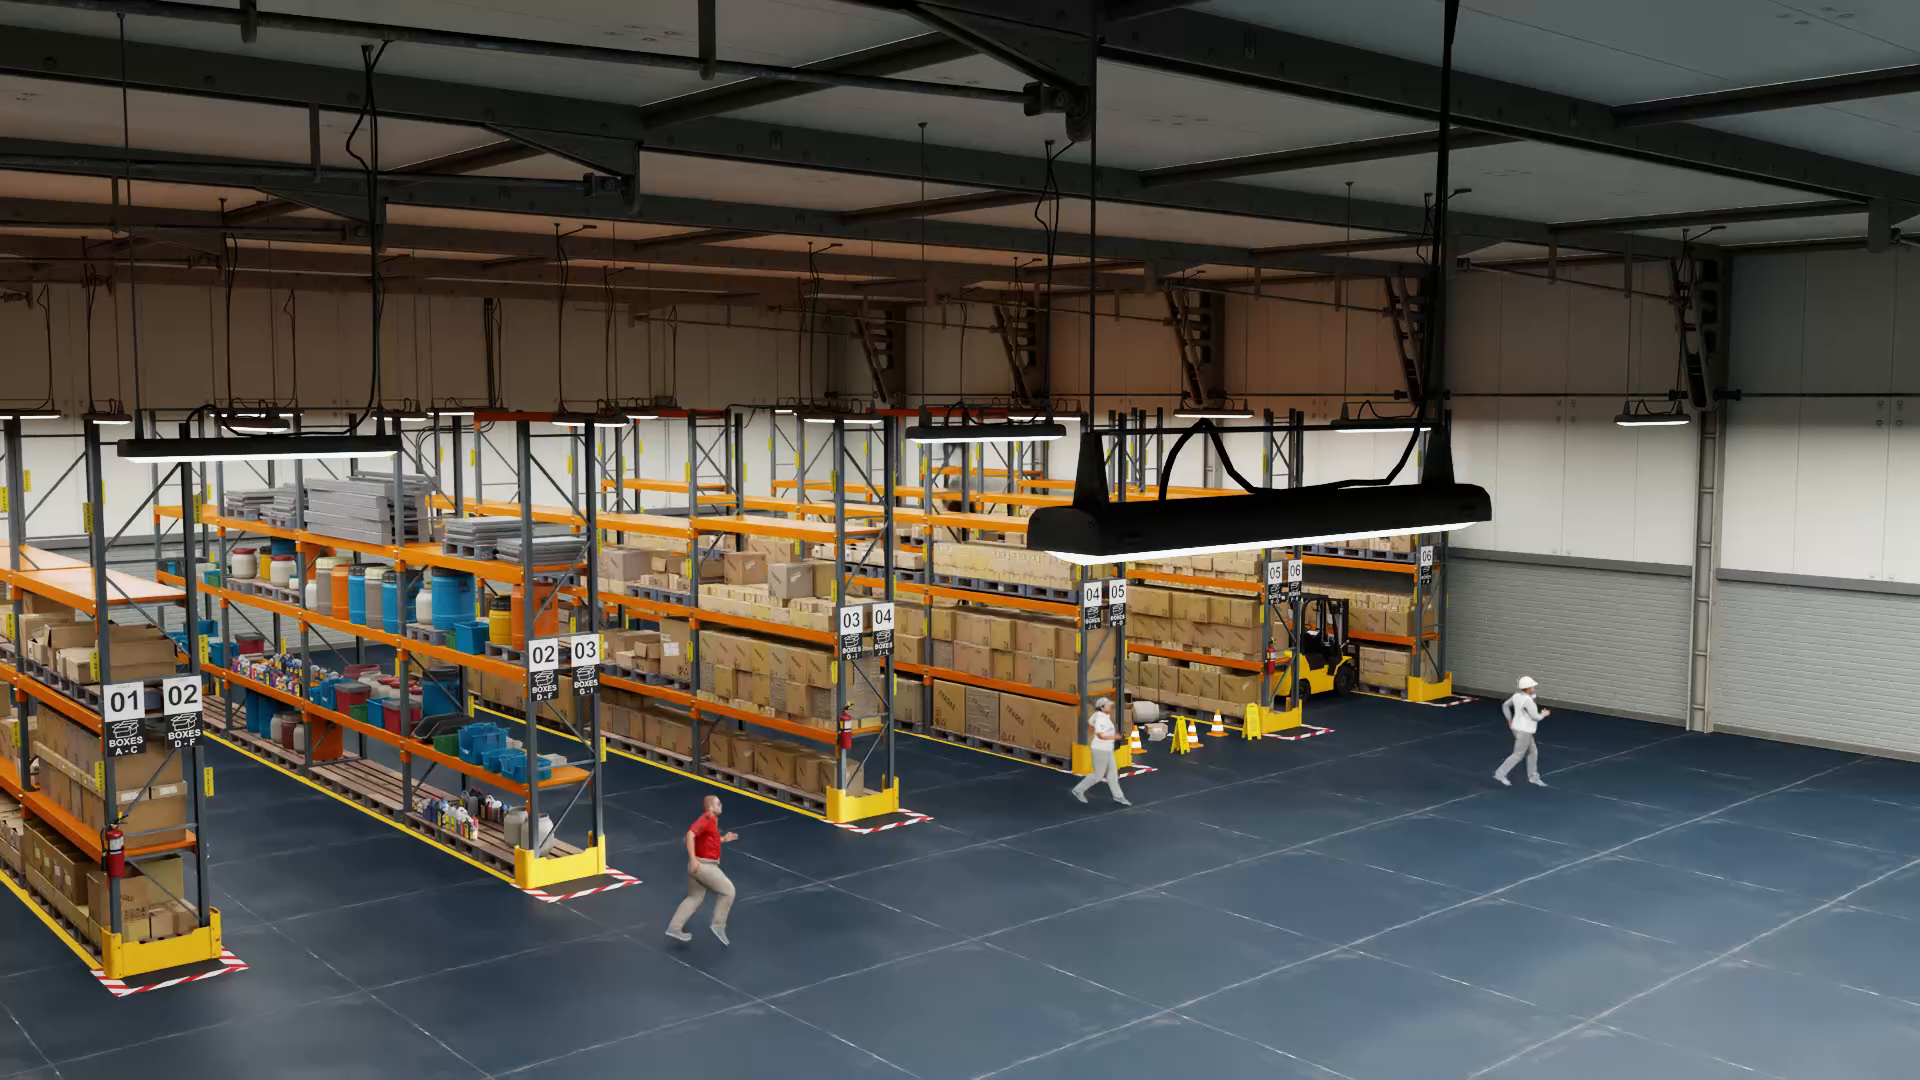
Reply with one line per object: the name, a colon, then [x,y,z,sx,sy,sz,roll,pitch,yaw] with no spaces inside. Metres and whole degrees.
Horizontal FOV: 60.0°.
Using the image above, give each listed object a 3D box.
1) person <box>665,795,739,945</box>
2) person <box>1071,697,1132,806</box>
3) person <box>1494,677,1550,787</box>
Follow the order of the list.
person: [-2.953,3.813,19.088,0.855,1.774,0.688,-1,5,-16]
person: [2.178,3.249,25.504,0.923,1.685,0.612,1,5,7]
person: [9.009,3.086,26.652,0.907,1.804,0.636,0,5,-1]
